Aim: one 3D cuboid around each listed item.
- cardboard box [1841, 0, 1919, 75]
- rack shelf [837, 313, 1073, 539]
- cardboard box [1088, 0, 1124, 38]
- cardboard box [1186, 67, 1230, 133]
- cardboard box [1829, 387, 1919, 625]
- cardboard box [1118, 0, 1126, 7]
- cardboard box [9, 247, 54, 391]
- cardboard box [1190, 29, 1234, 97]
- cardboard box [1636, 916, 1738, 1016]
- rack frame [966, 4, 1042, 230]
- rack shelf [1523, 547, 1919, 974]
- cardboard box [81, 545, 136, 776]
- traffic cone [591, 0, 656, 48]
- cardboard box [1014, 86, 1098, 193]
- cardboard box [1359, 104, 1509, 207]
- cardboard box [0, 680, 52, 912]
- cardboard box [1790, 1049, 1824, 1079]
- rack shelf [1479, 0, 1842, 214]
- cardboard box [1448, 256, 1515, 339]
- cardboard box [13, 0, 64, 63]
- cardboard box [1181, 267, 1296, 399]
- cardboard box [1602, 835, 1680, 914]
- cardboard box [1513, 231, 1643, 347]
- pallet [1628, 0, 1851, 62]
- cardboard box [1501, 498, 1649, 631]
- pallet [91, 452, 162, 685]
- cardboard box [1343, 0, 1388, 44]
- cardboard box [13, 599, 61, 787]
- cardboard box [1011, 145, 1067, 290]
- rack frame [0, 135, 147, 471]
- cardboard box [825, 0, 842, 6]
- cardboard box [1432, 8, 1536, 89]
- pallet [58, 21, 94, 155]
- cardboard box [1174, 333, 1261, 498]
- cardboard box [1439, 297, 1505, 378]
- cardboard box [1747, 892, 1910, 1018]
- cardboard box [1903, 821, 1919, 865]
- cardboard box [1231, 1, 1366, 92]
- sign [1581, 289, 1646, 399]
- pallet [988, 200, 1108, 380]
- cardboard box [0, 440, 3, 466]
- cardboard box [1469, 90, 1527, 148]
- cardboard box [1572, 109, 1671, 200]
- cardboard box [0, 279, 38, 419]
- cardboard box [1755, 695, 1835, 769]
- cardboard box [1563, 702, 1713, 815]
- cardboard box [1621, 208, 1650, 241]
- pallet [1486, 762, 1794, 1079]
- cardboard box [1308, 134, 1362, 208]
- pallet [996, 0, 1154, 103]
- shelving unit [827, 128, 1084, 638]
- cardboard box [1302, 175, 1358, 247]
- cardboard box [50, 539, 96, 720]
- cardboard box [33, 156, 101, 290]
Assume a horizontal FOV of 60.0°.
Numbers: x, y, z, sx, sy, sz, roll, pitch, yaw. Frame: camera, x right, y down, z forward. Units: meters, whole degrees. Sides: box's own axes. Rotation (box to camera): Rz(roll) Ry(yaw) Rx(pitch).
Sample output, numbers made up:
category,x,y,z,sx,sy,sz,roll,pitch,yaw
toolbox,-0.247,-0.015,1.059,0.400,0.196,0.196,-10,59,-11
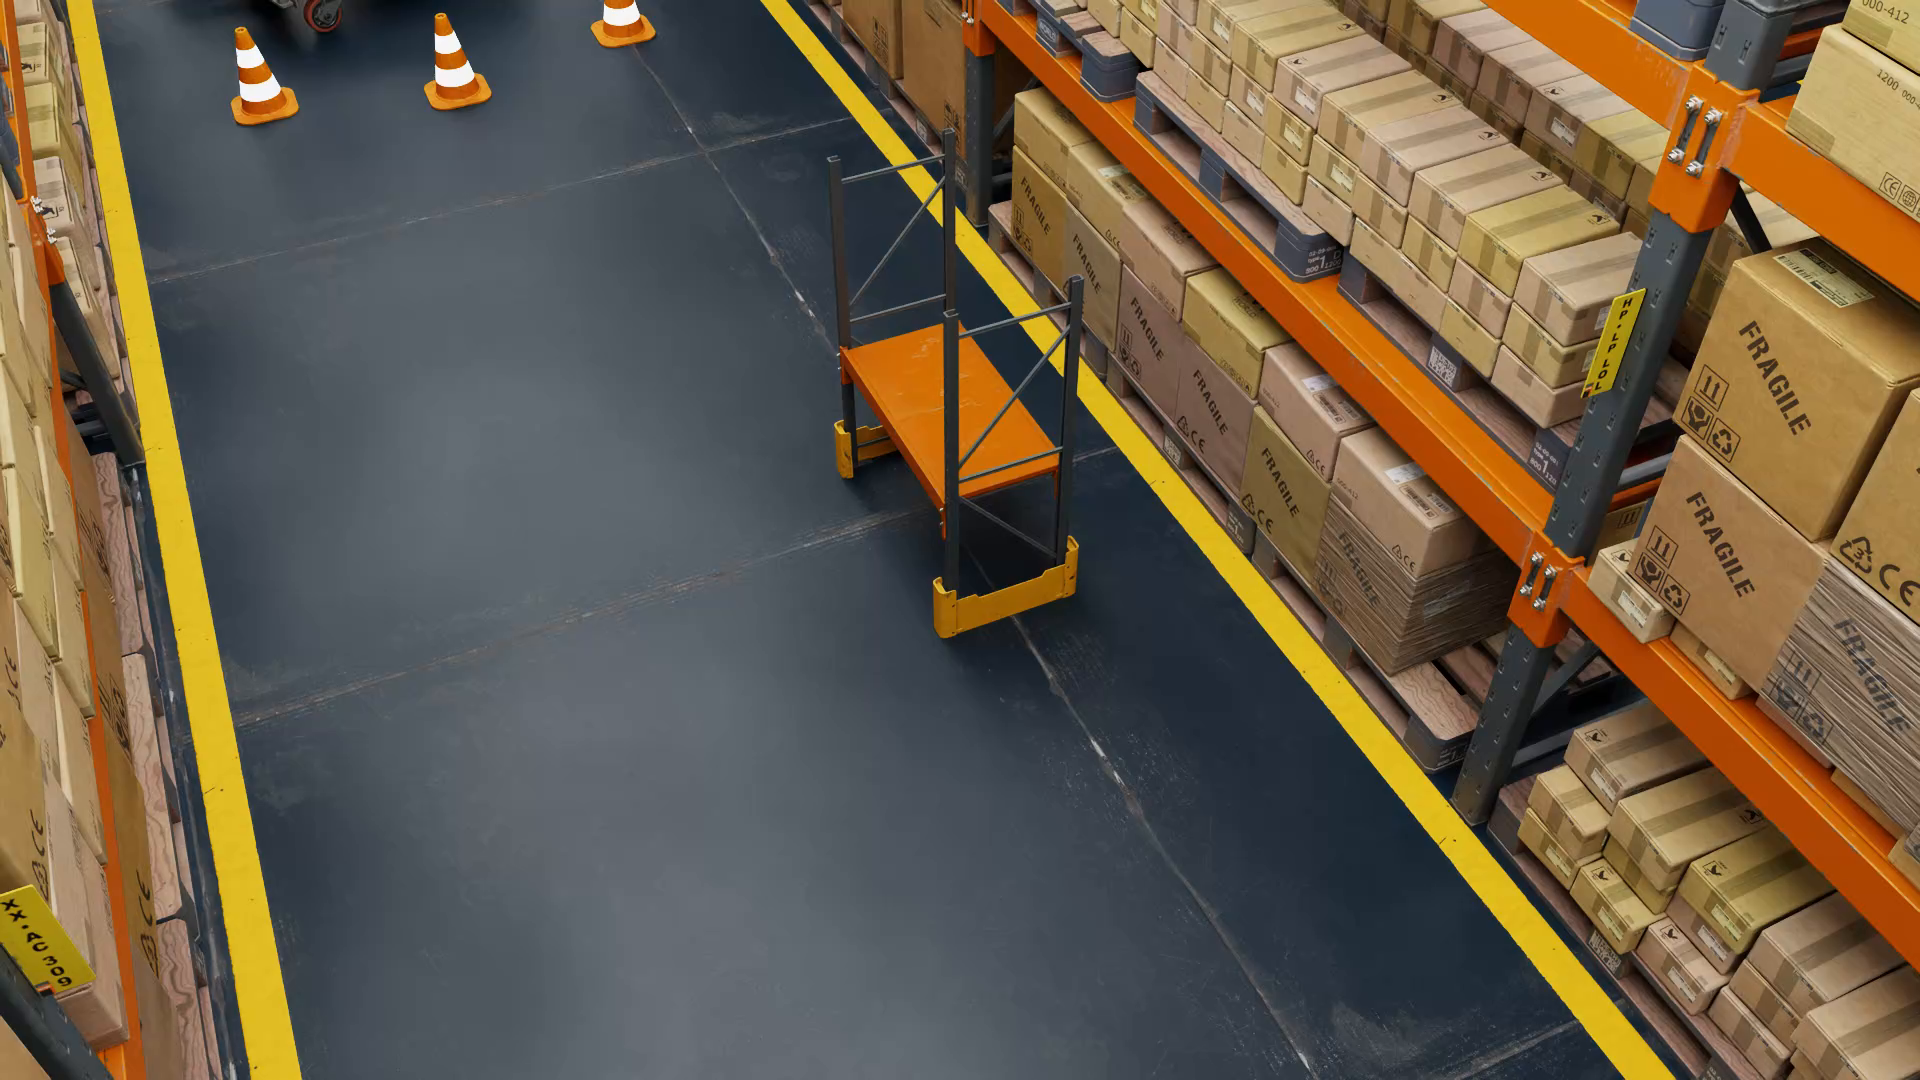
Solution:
category,x,y,z,sx,sy,sz,roll,pitch,yaw
cardboard box,2.175,-1.073,3.317,0.500,0.250,0.500,-17,47,-16
rack shelf,-0.036,-0.460,6.405,0.538,0.185,1.000,-18,47,-17
cardboard box,0.740,-2.180,6.704,0.380,0.149,0.250,-16,47,-15
cardboard box,1.073,-1.679,6.195,0.380,0.149,0.250,-17,47,-17
cardboard box,2.391,-0.071,3.691,0.500,0.500,0.500,-19,48,-19
cardboard box,0.761,-2.265,6.578,0.380,0.149,0.250,-19,48,-19
cardboard box,-3.263,-0.661,5.392,0.500,0.250,0.500,-17,47,-17
cardboard box,1.072,-1.786,6.093,0.380,0.149,0.250,-18,48,-18
cardboard box,2.316,1.246,5.082,0.380,0.149,0.250,-18,47,-18
rack frame,0.508,-2.808,7.460,1.000,3.000,0.127,-18,47,-17
rack shelf,3.031,1.272,3.837,1.077,0.370,4.000,-18,47,-17
cardboard box,-3.354,0.360,5.463,0.875,0.875,0.875,-17,47,-17
traffic cone,-1.980,-3.153,9.616,0.336,0.463,0.334,-18,47,-17
cardboard box,0.579,-1.823,7.409,0.500,0.250,0.500,-20,48,-19
cardboard box,1.513,-1.232,5.319,0.380,0.149,0.250,-18,47,-18
cardboard box,-2.183,0.511,3.314,0.500,0.500,0.500,-18,47,-17
cardboard box,2.581,1.461,4.653,0.380,0.149,0.250,-16,47,-16
rack shelf,1.349,-2.345,5.367,1.077,0.370,4.000,-18,47,-17
cardboard box,1.732,-0.787,5.080,0.380,0.149,0.250,-18,47,-17
cardboard box,-5.399,-2.711,8.934,0.950,0.372,0.625,-17,47,-17
cardboard box,1.209,-0.849,6.422,0.500,0.250,0.500,-20,48,-19
cardboard box,2.240,0.961,5.159,0.380,0.149,0.250,-18,47,-17
cardboard box,1.844,-0.729,4.809,0.380,0.149,0.250,-16,47,-16
pallet,2.027,-1.684,4.319,1.213,0.211,1.003,-18,47,-17
cardboard box,2.120,-0.068,6.164,0.500,0.500,0.500,-16,47,-16
pallet,-3.677,0.236,6.361,1.003,0.211,1.213,-18,47,-17
cardboard box,1.674,-1.972,6.281,0.380,0.149,0.250,-17,47,-16
cardboard box,-2.432,0.455,3.904,0.500,0.250,0.500,-17,47,-17
cardboard box,0.574,-1.541,7.657,0.500,0.500,0.500,-20,48,-19
rack frame,-3.940,-1.281,5.913,1.000,3.000,0.127,-18,47,-17
cardboard box,-0.429,-3.720,9.688,1.050,0.750,0.750,-18,47,-17
cardboard box,1.897,-1.741,5.835,0.380,0.149,0.250,-16,47,-16
pallet,-5.293,-2.342,8.973,1.003,0.211,1.213,-18,47,-17
cardboard box,1.223,-0.571,6.673,0.500,0.500,0.500,-19,48,-18
cardboard box,1.734,-0.679,5.182,0.380,0.149,0.250,-18,47,-17
cardboard box,2.491,1.175,4.731,0.380,0.149,0.250,-19,48,-18
cardboard box,2.564,0.635,3.688,0.500,0.500,0.500,-19,48,-18
cardboard box,1.183,-1.731,5.825,0.380,0.149,0.250,-19,48,-18
sign,1.688,-0.505,4.301,0.100,0.325,0.005,-18,47,-17
pallet,0.836,-1.317,7.934,1.003,0.211,1.213,-18,47,-17
cardboard box,-2.853,-0.453,4.290,0.500,0.500,0.500,-19,48,-18
cardboard box,1.997,-1.477,5.779,0.380,0.149,0.250,-16,47,-16
cardboard box,2.214,-1.257,5.345,0.380,0.149,0.250,-18,47,-17
cardboard box,-3.053,-0.526,4.899,0.500,0.250,0.500,-19,48,-18
cardboard box,2.348,0.405,4.383,0.380,0.149,0.250,-20,48,-19
cardboard box,2.147,0.676,5.237,0.380,0.149,0.250,-16,47,-16
cardboard box,2.331,-0.976,5.272,0.380,0.149,0.250,-19,48,-18
pallet,2.505,1.152,5.433,1.003,0.211,1.213,-18,47,-17
cardboard box,1.403,-1.285,5.585,0.380,0.149,0.250,-20,48,-19
pallet,0.905,-2.317,7.099,1.213,0.211,1.003,-18,47,-17
shelving unit,-0.032,-0.582,6.272,0.587,1.500,1.083,-18,47,-17
cardboard box,1.404,-1.173,5.683,0.380,0.149,0.250,-20,48,-19
cardboard box,-2.624,0.302,4.415,0.500,0.250,0.500,-18,48,-18
cardboard box,-4.486,-1.326,7.530,0.950,0.372,0.625,-19,48,-18
